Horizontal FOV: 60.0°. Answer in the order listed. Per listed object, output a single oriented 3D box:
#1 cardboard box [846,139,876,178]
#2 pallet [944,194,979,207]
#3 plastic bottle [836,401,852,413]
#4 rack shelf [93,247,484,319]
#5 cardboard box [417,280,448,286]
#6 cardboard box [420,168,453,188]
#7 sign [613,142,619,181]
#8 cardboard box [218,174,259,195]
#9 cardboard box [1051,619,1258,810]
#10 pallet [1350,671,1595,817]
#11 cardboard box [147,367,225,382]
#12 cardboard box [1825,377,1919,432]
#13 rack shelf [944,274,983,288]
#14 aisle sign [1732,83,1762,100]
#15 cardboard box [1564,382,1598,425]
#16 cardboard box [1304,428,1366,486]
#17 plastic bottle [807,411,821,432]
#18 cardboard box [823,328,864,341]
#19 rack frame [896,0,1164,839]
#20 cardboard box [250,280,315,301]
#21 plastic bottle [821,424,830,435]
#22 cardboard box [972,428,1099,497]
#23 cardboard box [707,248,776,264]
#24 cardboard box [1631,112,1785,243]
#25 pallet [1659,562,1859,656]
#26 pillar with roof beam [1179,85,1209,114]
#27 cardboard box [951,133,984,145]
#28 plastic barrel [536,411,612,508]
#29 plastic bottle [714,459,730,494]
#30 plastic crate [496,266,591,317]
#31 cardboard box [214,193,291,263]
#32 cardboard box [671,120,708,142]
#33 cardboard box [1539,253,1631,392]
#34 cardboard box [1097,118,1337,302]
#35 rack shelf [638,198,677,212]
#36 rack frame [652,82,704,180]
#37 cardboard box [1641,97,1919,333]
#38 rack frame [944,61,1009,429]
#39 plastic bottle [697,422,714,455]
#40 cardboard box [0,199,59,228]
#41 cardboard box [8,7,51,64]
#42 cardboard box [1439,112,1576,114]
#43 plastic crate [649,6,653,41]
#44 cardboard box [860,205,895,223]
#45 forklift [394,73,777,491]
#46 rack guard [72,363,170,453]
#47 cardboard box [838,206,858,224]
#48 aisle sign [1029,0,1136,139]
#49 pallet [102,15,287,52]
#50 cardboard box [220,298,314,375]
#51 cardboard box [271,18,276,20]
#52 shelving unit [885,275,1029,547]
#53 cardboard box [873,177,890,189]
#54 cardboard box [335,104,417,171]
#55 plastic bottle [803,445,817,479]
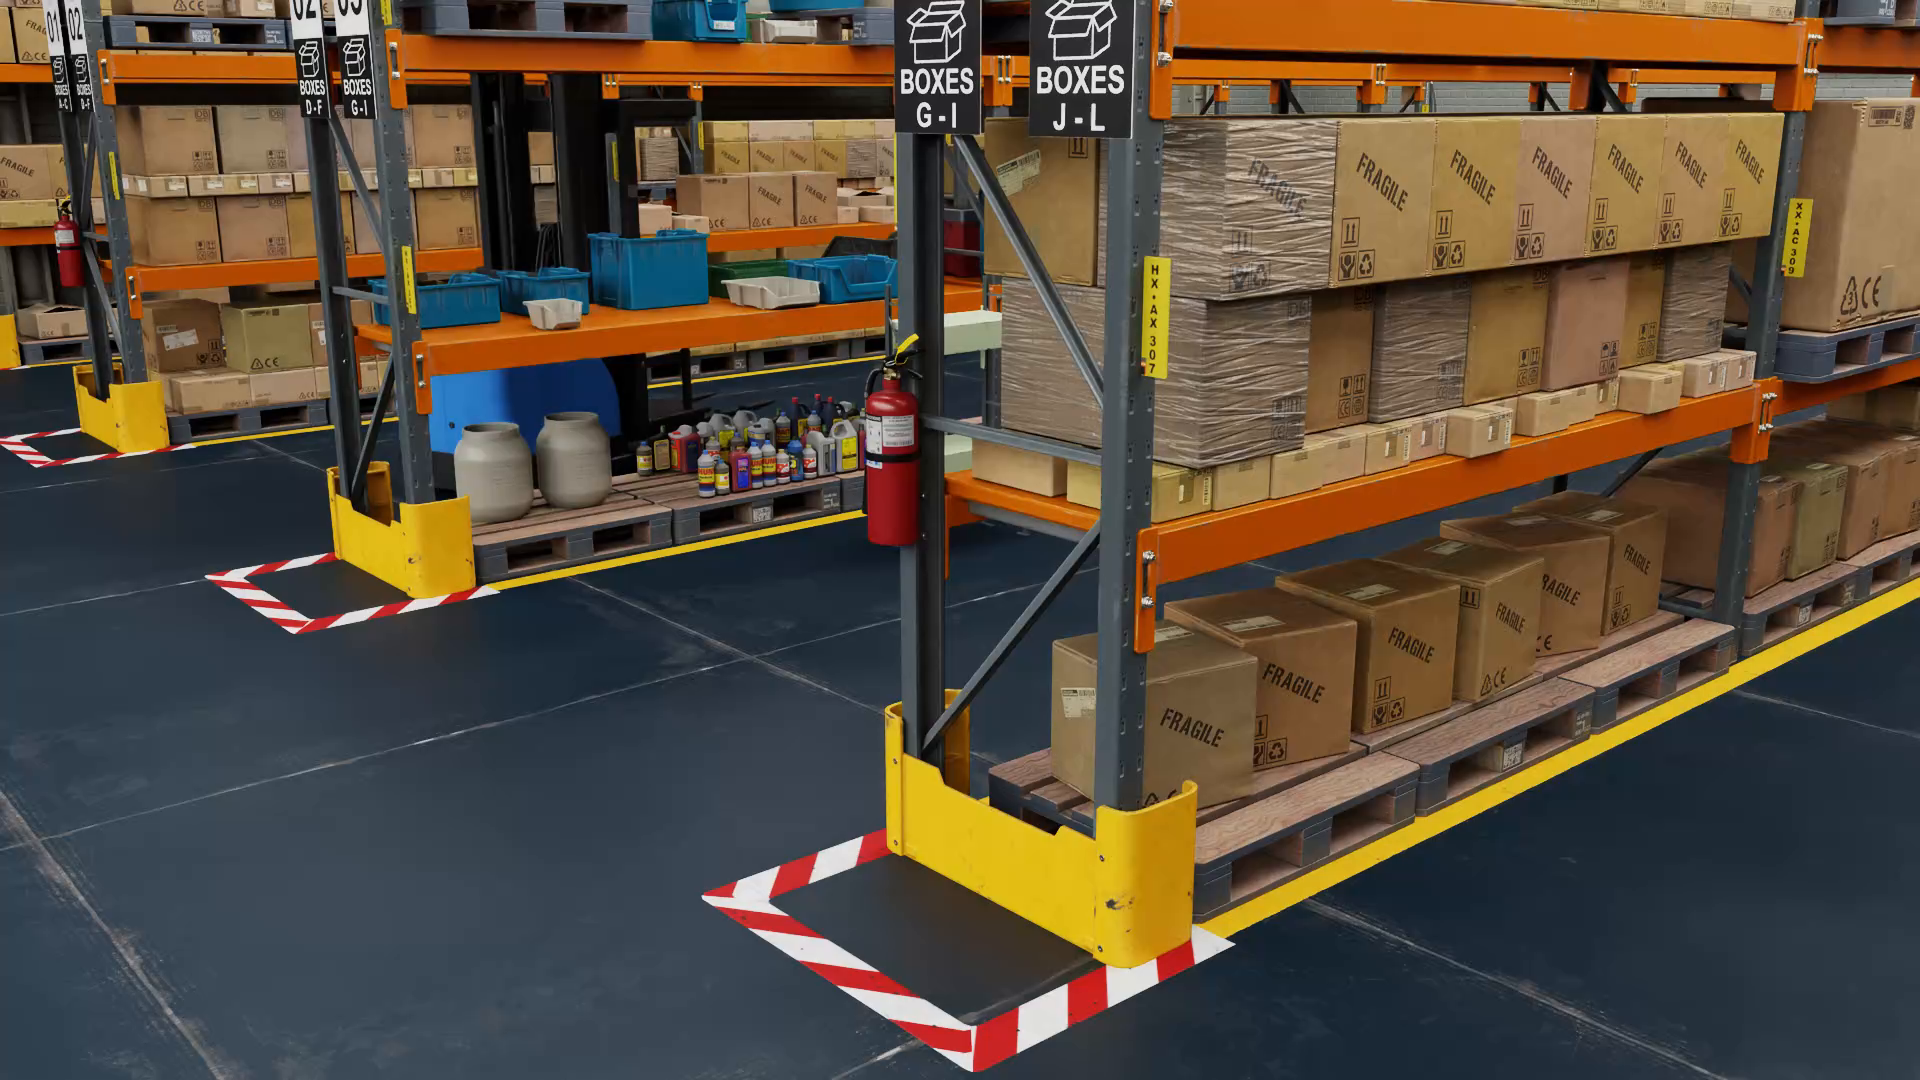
[{"bbox_3d":[-1.474,-5.122,22.303,0.500,0.500,0.500,-13,19,-39],"label":"cardboard box"},{"bbox_3d":[0.174,-3.614,17.837,1.003,0.211,1.213,-13,19,-39],"label":"pallet"},{"bbox_3d":[-0.814,-0.803,11.369,0.135,0.276,0.152,-12,19,-37],"label":"plastic bottle"},{"bbox_3d":[-4.817,-2.214,13.619,4.000,0.370,1.077,-13,19,-39],"label":"rack shelf"},{"bbox_3d":[-4.618,-1.950,14.298,0.500,0.500,0.500,-13,19,-39],"label":"cardboard box"},{"bbox_3d":[-4.332,-2.959,13.565,0.250,0.149,0.380,-12,19,-38],"label":"cardboard box"},{"bbox_3d":[-2.943,-3.249,14.269,0.005,0.325,0.100,-13,19,-39],"label":"sign"},{"bbox_3d":[-5.502,-2.696,12.580,0.250,0.149,0.380,-13,19,-39],"label":"cardboard box"},{"bbox_3d":[0.656,0.609,5.688,0.500,0.500,0.500,-9,17,-29],"label":"cardboard box"},{"bbox_3d":[1.788,0.705,6.703,1.213,0.211,1.003,-13,19,-39],"label":"pallet"},{"bbox_3d":[-6.115,-1.245,13.114,0.500,0.250,0.500,-13,19,-39],"label":"cardboard box"},{"bbox_3d":[5.330,-0.805,9.488,0.500,0.250,0.500,-10,18,-33],"label":"cardboard box"},{"bbox_3d":[1.449,-1.926,12.544,4.000,0.370,1.077,-13,19,-39],"label":"rack shelf"},{"bbox_3d":[8.852,-5.294,18.719,0.004,0.787,0.394,-13,19,-39],"label":"aisle sign"},{"bbox_3d":[2.247,-0.554,6.498,0.250,0.149,0.380,-13,19,-39],"label":"cardboard box"},{"bbox_3d":[1.120,-0.298,5.541,0.250,0.149,0.380,-13,19,-39],"label":"cardboard box"},{"bbox_3d":[-0.971,-0.726,11.088,0.097,0.271,0.097,0,15,0],"label":"plastic bottle"},{"bbox_3d":[-1.295,-2.143,16.475,0.500,0.250,0.500,-12,19,-38],"label":"cardboard box"},{"bbox_3d":[0.174,-0.293,5.036,0.127,3.000,1.000,-13,19,-39],"label":"rack frame"},{"bbox_3d":[-7.320,-2.685,17.981,0.500,0.500,0.500,14,21,43],"label":"cardboard box"},{"bbox_3d":[-0.831,-0.599,10.589,0.133,0.283,0.061,-13,19,-39],"label":"plastic bottle"},{"bbox_3d":[0.254,-0.260,5.399,0.250,0.149,0.380,-13,19,-39],"label":"cardboard box"},{"bbox_3d":[-2.905,-3.805,21.534,0.750,0.750,0.750,-13,20,-40],"label":"cardboard box"},{"bbox_3d":[3.033,-1.516,6.906,0.500,0.500,0.500,-13,19,-39],"label":"cardboard box"},{"bbox_3d":[3.778,0.244,8.427,1.213,0.211,1.003,-13,19,-39],"label":"pallet"},{"bbox_3d":[6.785,-8.583,24.444,0.400,9.000,9.100,-13,19,-39],"label":"pillar with roof beam"},{"bbox_3d":[-0.108,-5.453,23.770,0.700,0.700,0.980,-12,19,-39],"label":"cardboard box"},{"bbox_3d":[-2.253,-0.470,9.703,0.421,0.512,0.421,0,15,0],"label":"plastic barrel"},{"bbox_3d":[-1.427,-0.382,9.938,0.097,0.201,0.097,0,15,0],"label":"plastic bottle"},{"bbox_3d":[-2.402,-1.438,9.608,0.408,0.251,0.499,-13,19,-39],"label":"plastic crate"},{"bbox_3d":[-5.572,-2.437,12.868,0.500,0.500,0.700,-12,19,-38],"label":"cardboard box"},{"bbox_3d":[-3.373,-5.233,21.266,0.500,0.250,0.500,-12,19,-38],"label":"cardboard box"},{"bbox_3d":[2.100,-0.917,6.599,0.500,0.500,0.875,-13,19,-39],"label":"cardboard box"},{"bbox_3d":[0.768,-1.009,5.006,0.500,0.500,0.500,-13,19,-39],"label":"cardboard box"},{"bbox_3d":[-5.054,-3.855,19.764,4.000,0.370,1.077,-13,19,-39],"label":"rack shelf"},{"bbox_3d":[-3.545,-4.541,20.940,0.127,3.000,1.000,-13,19,-39],"label":"rack frame"},{"bbox_3d":[3.883,-1.571,7.843,1.000,1.000,1.000,-12,19,-39],"label":"cardboard box"},{"bbox_3d":[-0.060,-1.935,11.182,0.127,3.000,1.000,-13,19,-39],"label":"rack frame"},{"bbox_3d":[-1.667,-0.612,10.652,0.135,0.276,0.152,-13,20,-41],"label":"plastic bottle"},{"bbox_3d":[-9.004,-3.144,15.961,0.500,0.250,0.500,-13,20,-41],"label":"cardboard box"},{"bbox_3d":[-8.735,-4.785,15.808,0.500,0.500,0.500,-11,19,-36],"label":"cardboard box"},{"bbox_3d":[2.309,-1.534,6.974,0.500,0.500,0.500,-13,19,-39],"label":"cardboard box"},{"bbox_3d":[-1.836,-3.081,9.689,0.575,0.384,0.392,-13,19,-39],"label":"plastic crate"},{"bbox_3d":[-0.788,-3.250,16.592,0.250,0.149,0.380,-13,19,-39],"label":"cardboard box"},{"bbox_3d":[-2.492,-2.002,11.564,1.130,2.935,3.031,9,17,30],"label":"forklift"},{"bbox_3d":[-6.344,-1.011,12.565,0.348,0.500,1.175,-13,19,-39],"label":"rack guard"},{"bbox_3d":[-1.216,-3.229,16.514,0.250,0.149,0.380,-11,18,-35],"label":"cardboard box"},{"bbox_3d":[0.324,-1.480,4.442,0.004,0.787,0.394,-13,19,-39],"label":"aisle sign"},{"bbox_3d":[-5.775,-3.744,12.312,1.213,0.211,1.003,-13,19,-39],"label":"pallet"},{"bbox_3d":[-5.399,-1.592,12.958,0.500,0.500,0.500,-13,19,-39],"label":"cardboard box"},{"bbox_3d":[-5.211,-4.240,13.085,0.500,0.311,0.500,-10,18,-33],"label":"cardboard box"},{"bbox_3d":[-0.005,-0.723,9.552,0.755,1.500,0.431,-13,19,-39],"label":"shelving unit"},{"bbox_3d":[-1.158,-4.856,22.566,0.250,0.149,0.380,-13,19,-39],"label":"cardboard box"},{"bbox_3d":[-4.775,-3.244,13.374,0.500,0.500,0.700,-13,19,-39],"label":"cardboard box"},{"bbox_3d":[-0.941,-0.491,10.347,0.097,0.201,0.097,0,15,0],"label":"plastic bottle"}]
